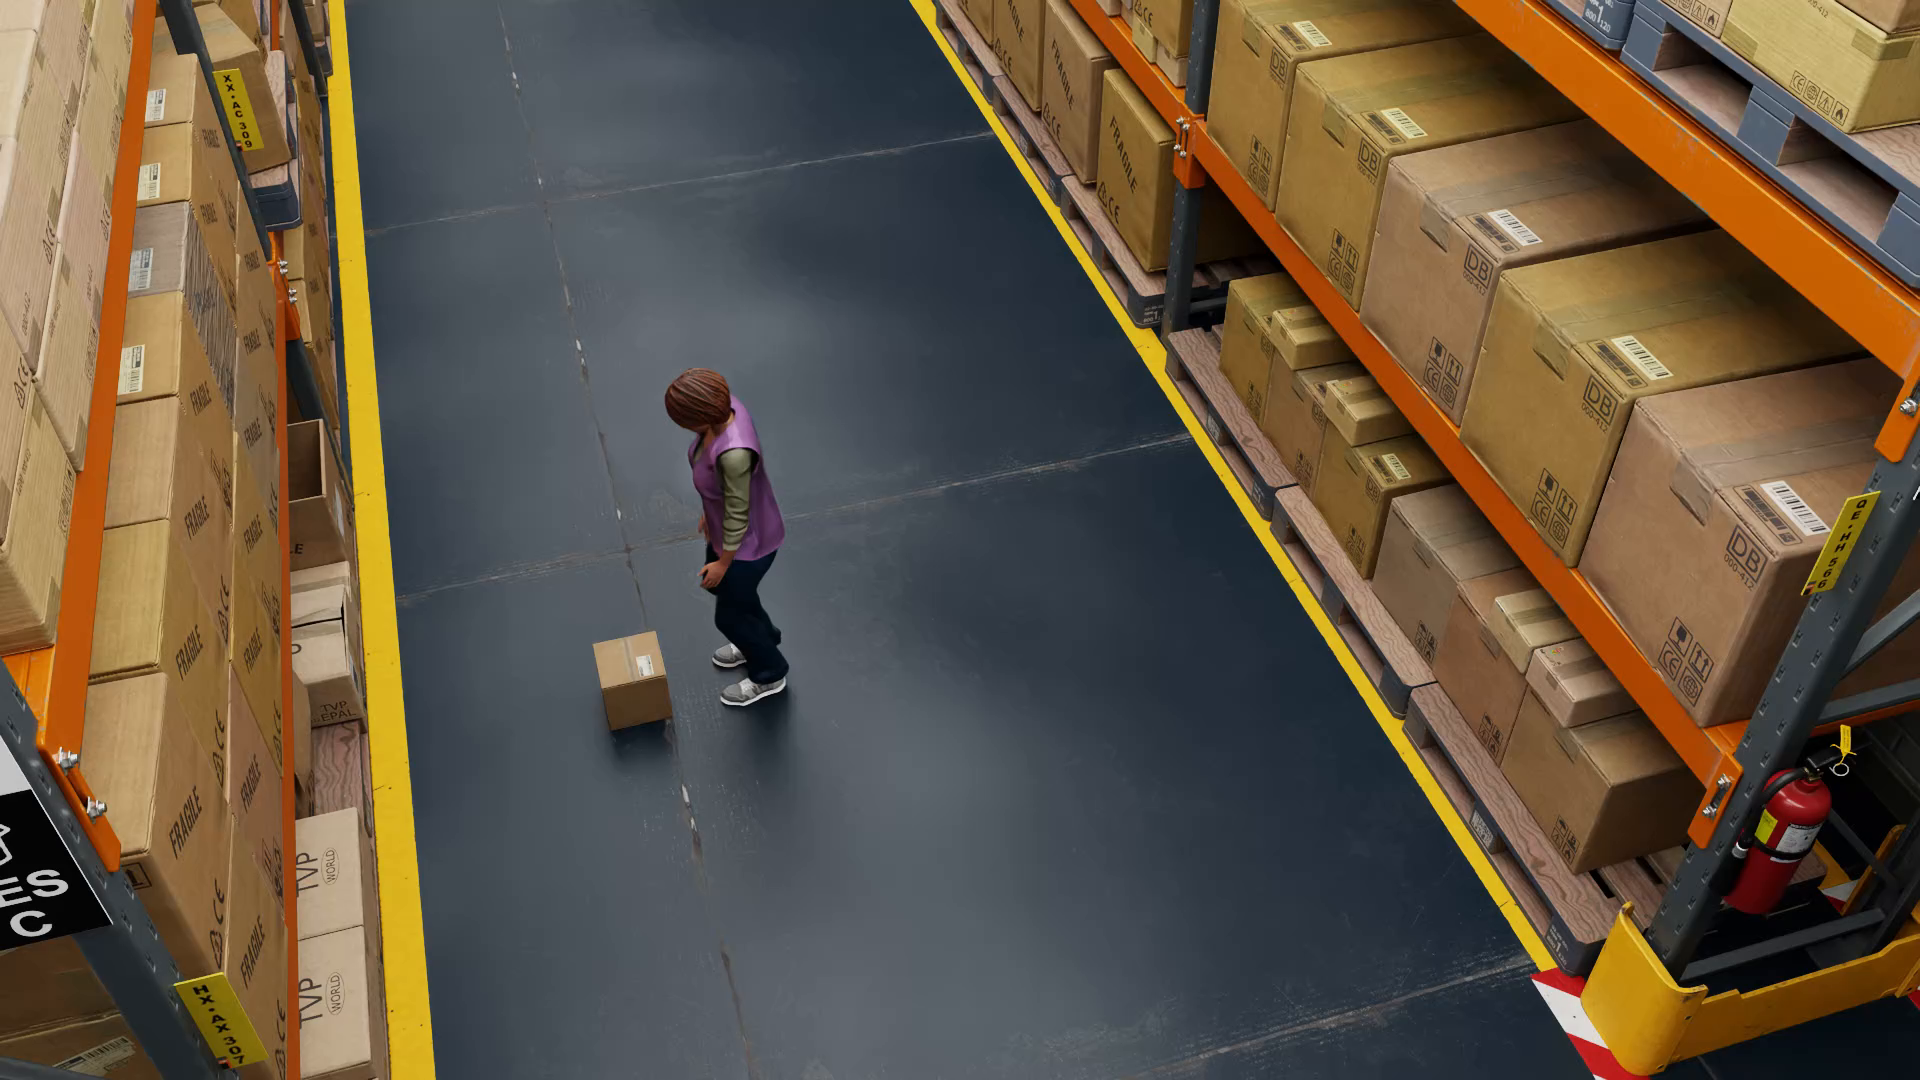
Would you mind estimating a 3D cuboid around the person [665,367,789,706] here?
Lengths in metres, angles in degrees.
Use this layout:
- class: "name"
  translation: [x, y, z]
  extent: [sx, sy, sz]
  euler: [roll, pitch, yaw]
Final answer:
- class: "person"
  translation: [-0.836, 0.001, 6.210]
  extent: [0.368, 1.550, 0.423]
  euler: [-11, 44, -12]
